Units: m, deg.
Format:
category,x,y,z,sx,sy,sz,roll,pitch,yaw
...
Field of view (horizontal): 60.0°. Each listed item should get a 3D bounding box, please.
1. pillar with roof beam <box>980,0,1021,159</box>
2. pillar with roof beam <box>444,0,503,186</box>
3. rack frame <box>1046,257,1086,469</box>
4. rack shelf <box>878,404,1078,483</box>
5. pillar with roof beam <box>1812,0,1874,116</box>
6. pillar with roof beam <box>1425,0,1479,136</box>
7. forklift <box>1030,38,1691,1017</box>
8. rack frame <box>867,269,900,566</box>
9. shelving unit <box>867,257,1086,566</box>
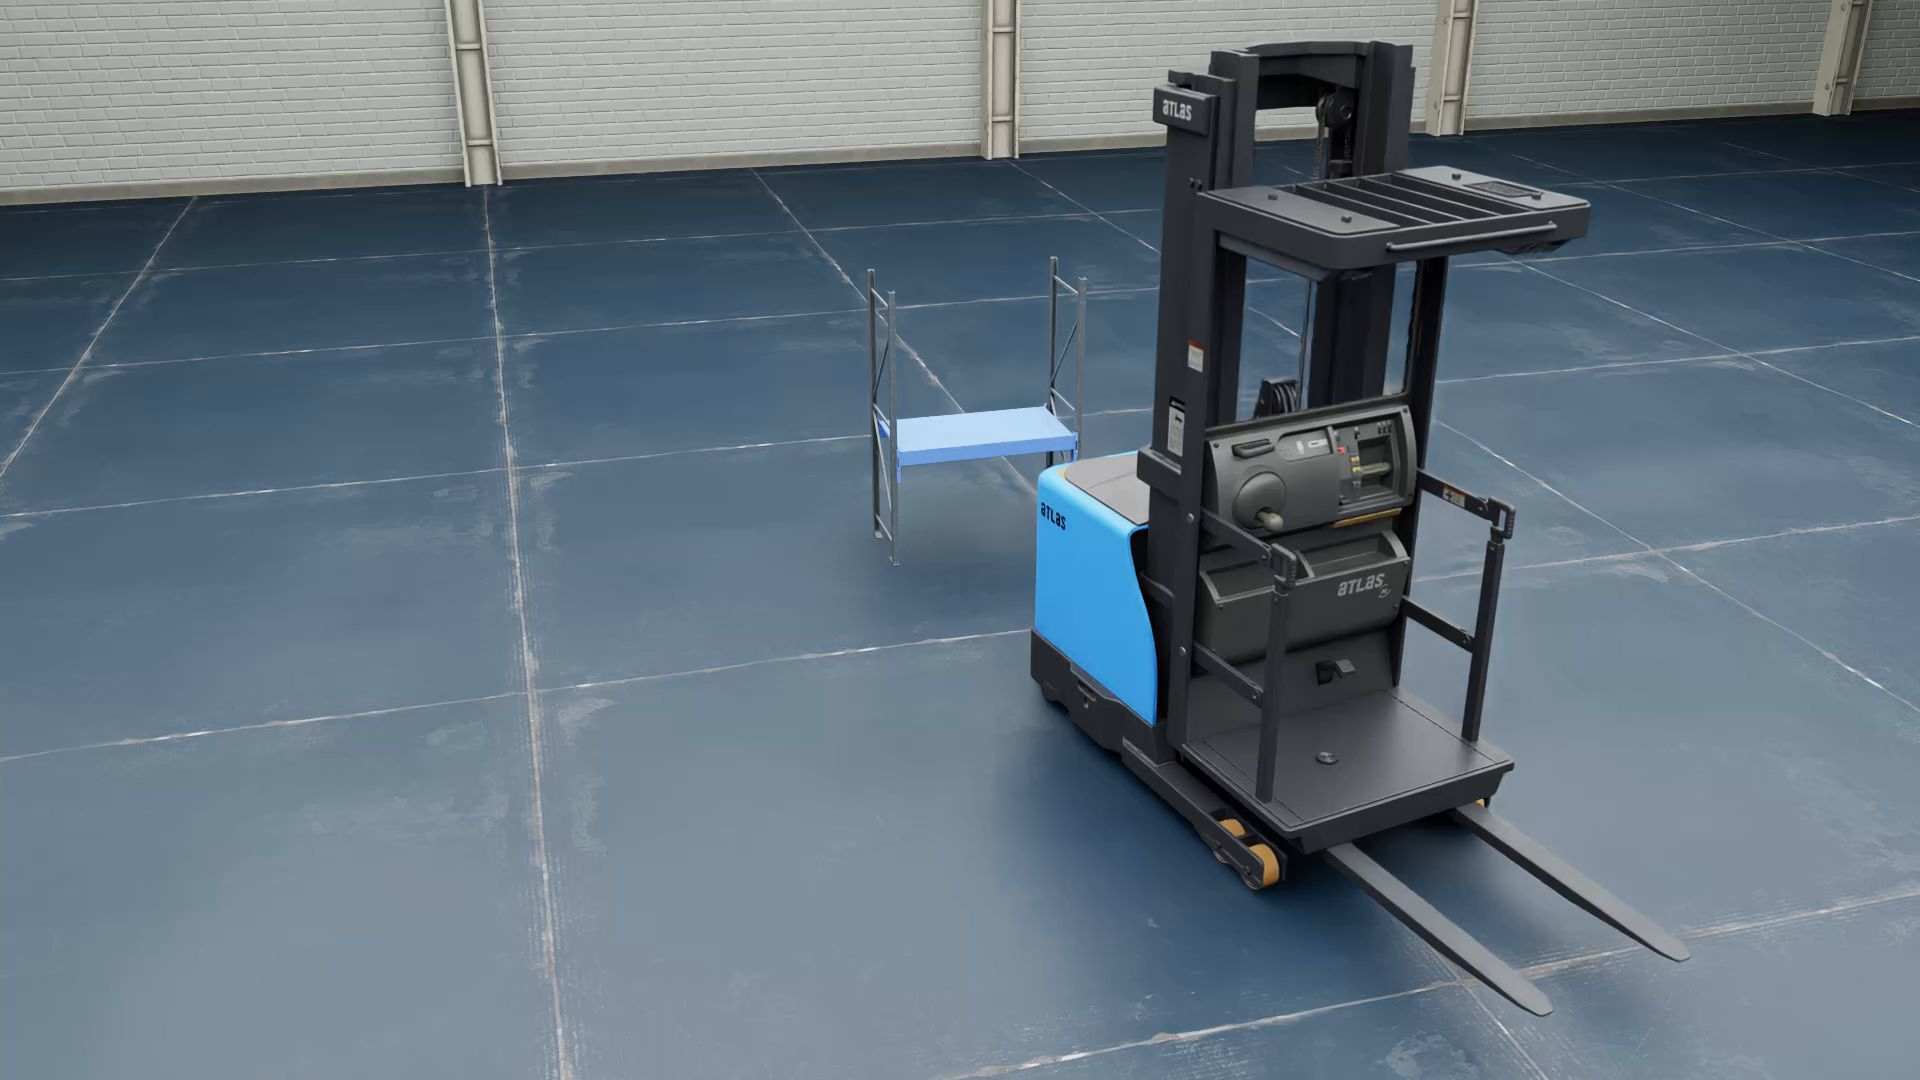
category,x,y,z,sx,sy,sz,roll,pitch,yaw
pillar with roof beam,1.638,-7.117,14.425,0.400,9.000,9.100,-6,24,-14
pillar with roof beam,-4.139,-6.478,12.936,0.400,9.000,9.100,-6,24,-14
rack frame,0.572,-0.752,9.102,0.032,1.500,0.500,-6,24,-14
rack shelf,0.082,-0.533,9.046,1.000,0.185,0.538,-6,24,-14
pillar with roof beam,13.192,-8.396,17.404,0.400,9.000,9.100,-6,24,-14
pillar with roof beam,7.415,-7.756,15.915,0.400,9.000,9.100,-6,24,-14
forklift,1.436,-0.243,6.099,1.130,2.935,3.031,-11,26,-24
rack frame,-0.407,-0.644,8.849,0.032,1.500,0.500,-6,24,-14
shelving unit,0.082,-0.698,8.975,1.048,1.500,0.538,-6,24,-14
